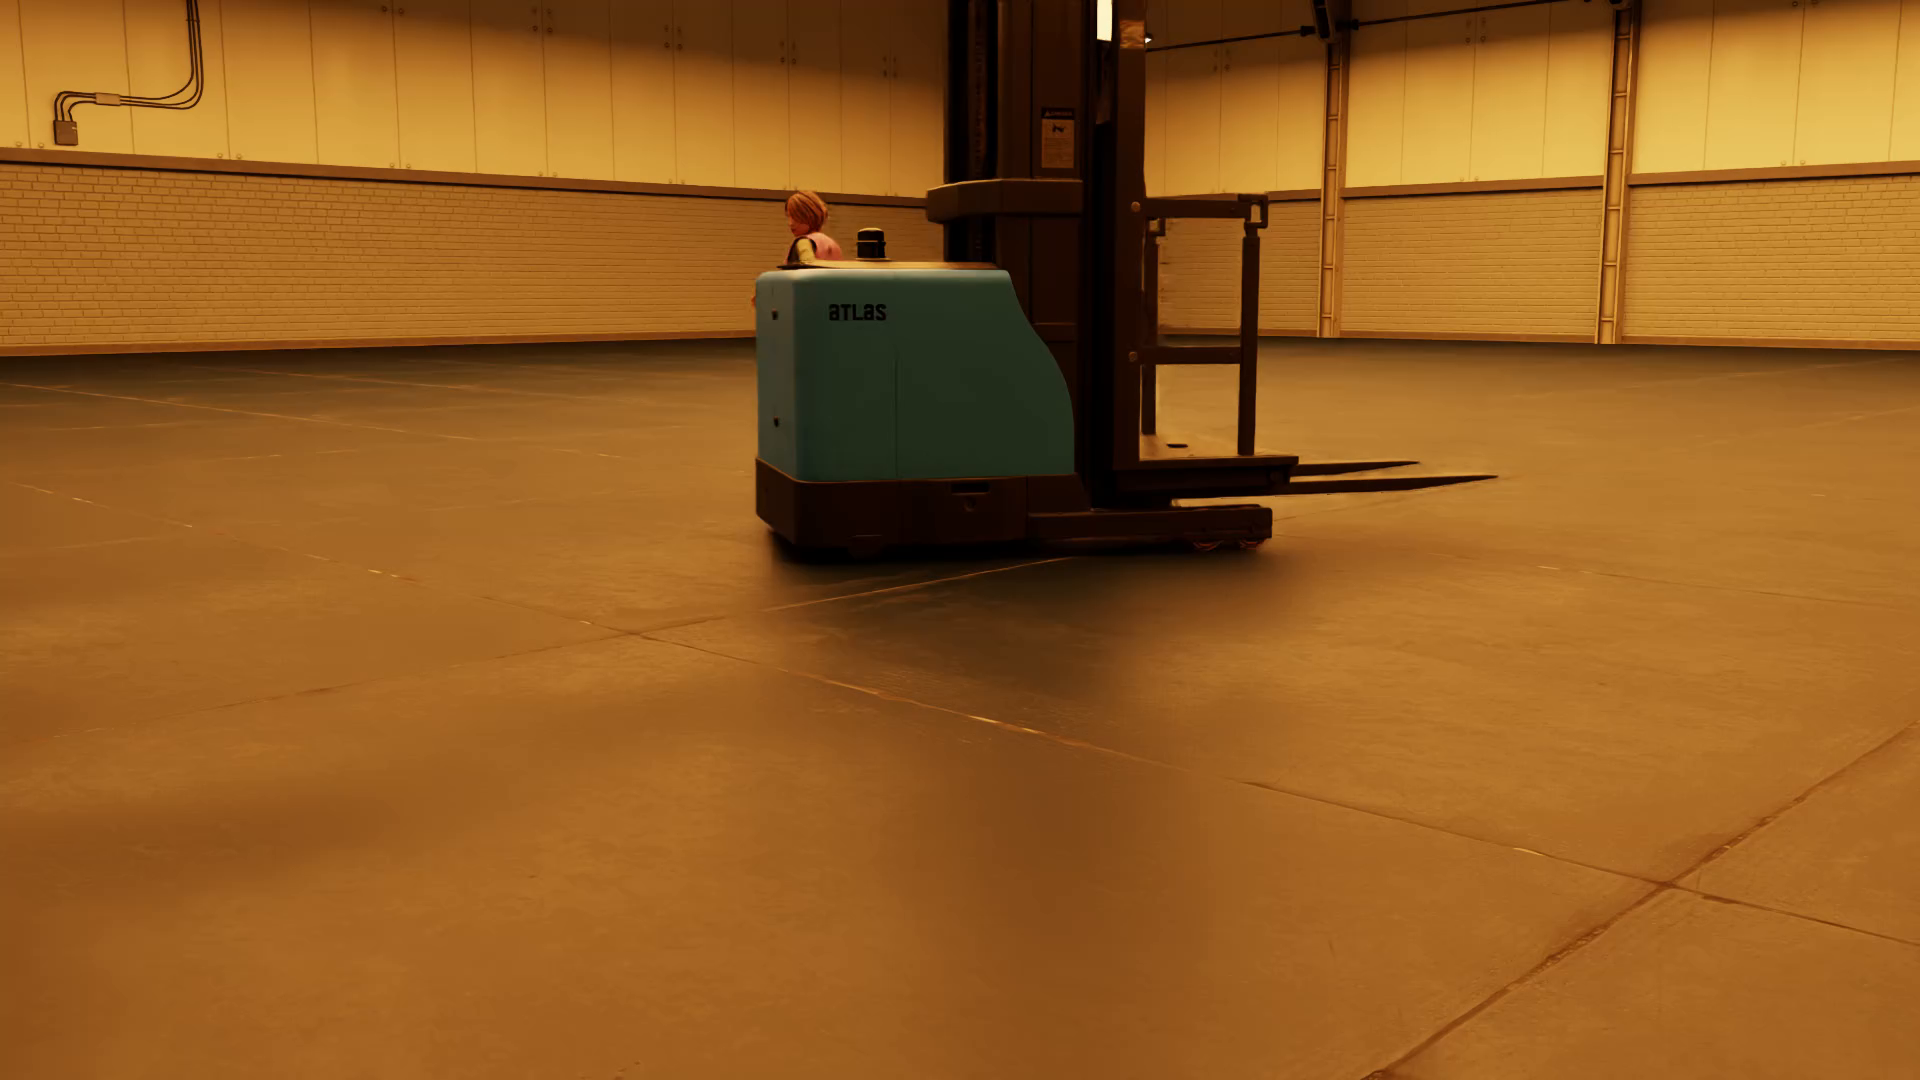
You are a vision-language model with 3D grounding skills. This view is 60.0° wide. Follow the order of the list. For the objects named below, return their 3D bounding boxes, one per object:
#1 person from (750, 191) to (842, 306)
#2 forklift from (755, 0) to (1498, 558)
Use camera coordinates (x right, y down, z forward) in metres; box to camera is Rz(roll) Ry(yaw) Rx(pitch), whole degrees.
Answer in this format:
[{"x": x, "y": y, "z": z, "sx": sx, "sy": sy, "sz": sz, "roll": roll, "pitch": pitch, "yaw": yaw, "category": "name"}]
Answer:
[{"x": -0.803, "y": -1.063, "z": 8.767, "sx": 0.466, "sy": 1.519, "sz": 0.719, "roll": -8, "pitch": 12, "yaw": -43, "category": "person"}, {"x": 0.724, "y": -1.483, "z": 6.725, "sx": 3.031, "sy": 2.935, "sz": 1.130, "roll": -2, "pitch": 9, "yaw": -16, "category": "forklift"}]
